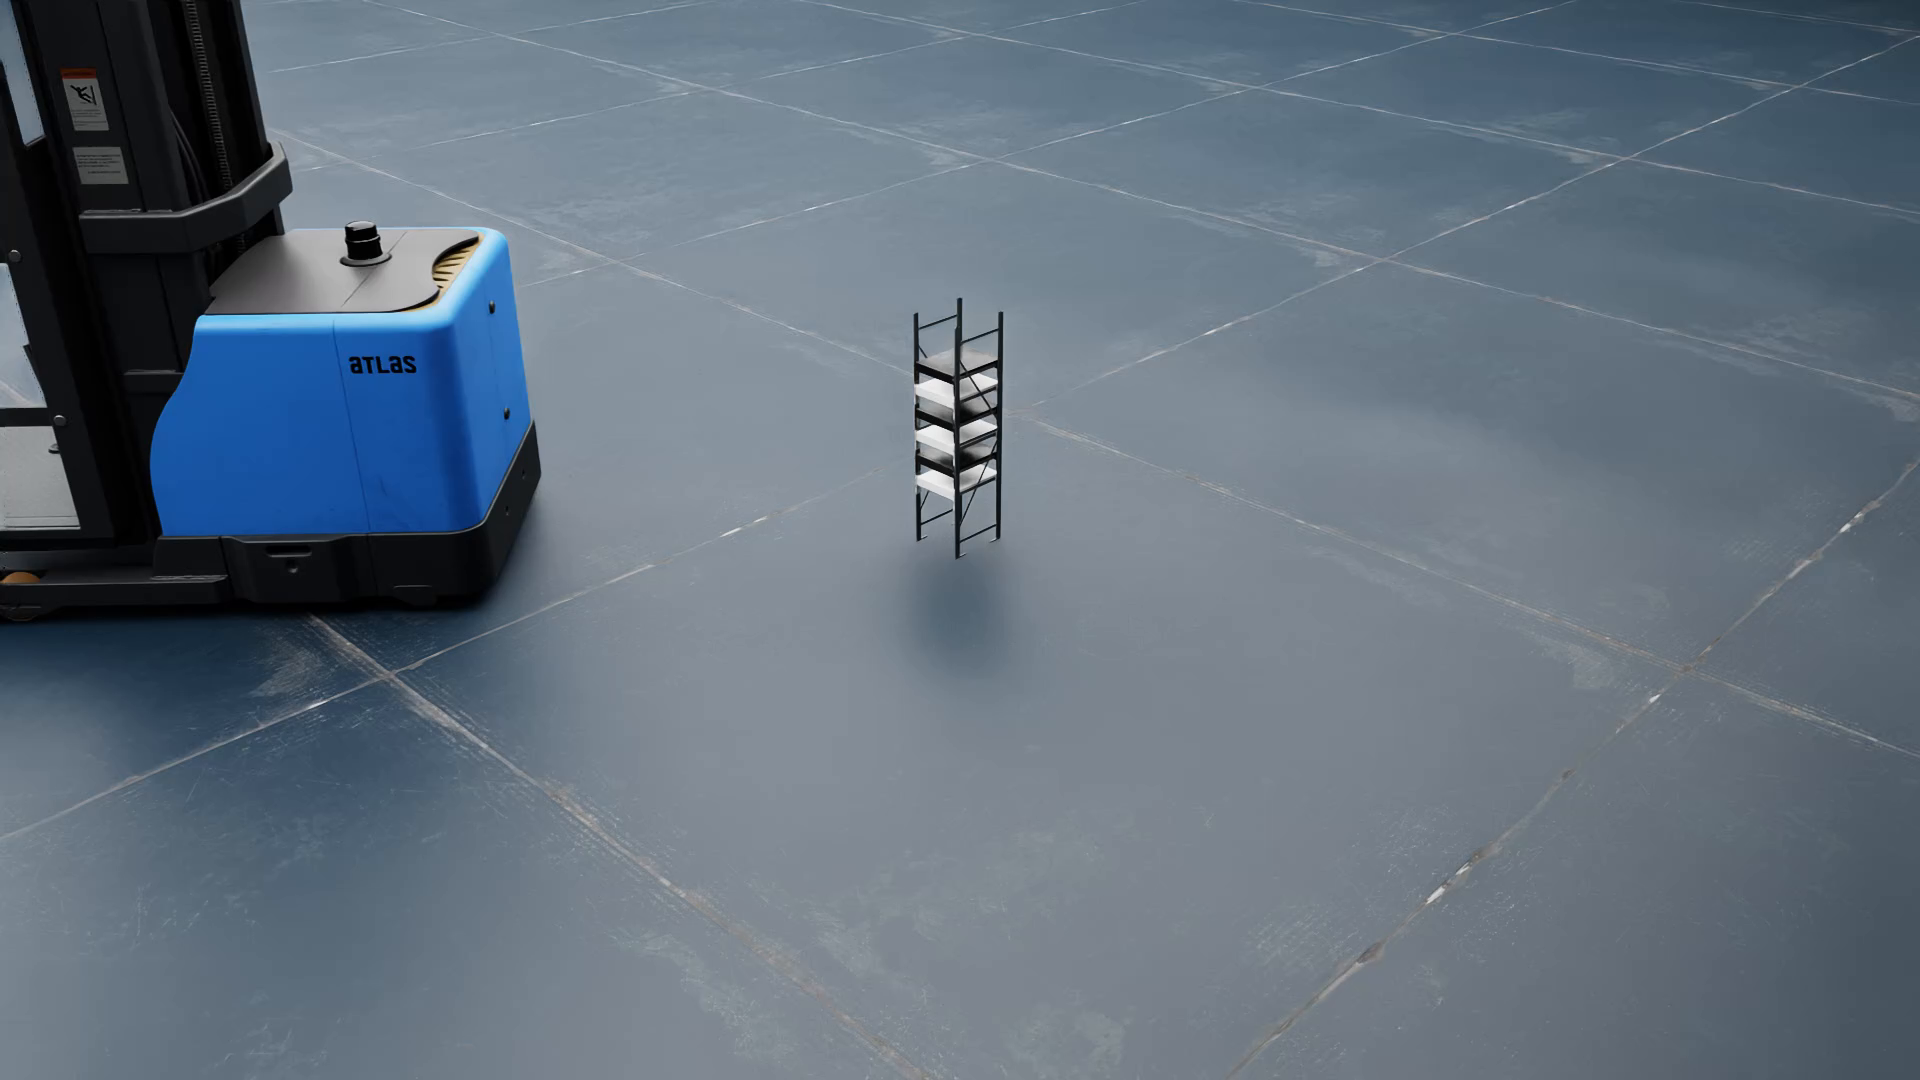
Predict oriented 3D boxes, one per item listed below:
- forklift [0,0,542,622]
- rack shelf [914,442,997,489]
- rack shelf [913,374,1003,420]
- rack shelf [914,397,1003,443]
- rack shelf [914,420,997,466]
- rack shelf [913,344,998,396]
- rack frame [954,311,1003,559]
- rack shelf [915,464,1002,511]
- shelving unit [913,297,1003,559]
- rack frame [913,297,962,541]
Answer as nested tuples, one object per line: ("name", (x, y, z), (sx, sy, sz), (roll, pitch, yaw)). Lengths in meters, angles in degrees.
("forklift", (-3.155, -1.265, 5.507), (3.031, 2.935, 1.130), (-1, 28, -2))
("rack shelf", (-0.006, -0.292, 6.103), (0.200, 0.077, 0.258), (25, 36, 38))
("rack shelf", (-0.006, -0.531, 5.977), (0.200, 0.077, 0.258), (25, 36, 38))
("rack shelf", (-0.006, -0.451, 6.019), (0.200, 0.077, 0.258), (25, 36, 38))
("rack shelf", (-0.006, -0.371, 6.061), (0.200, 0.077, 0.258), (25, 36, 38))
("rack shelf", (-0.006, -0.610, 5.935), (0.200, 0.077, 0.258), (25, 36, 38))
("rack frame", (0.067, -0.368, 5.983), (0.006, 0.900, 0.240), (25, 36, 38))
("rack shelf", (-0.006, -0.212, 6.145), (0.200, 0.077, 0.258), (25, 36, 38))
("shelving unit", (-0.006, -0.401, 6.046), (0.210, 0.900, 0.258), (25, 36, 38))
("rack frame", (-0.078, -0.434, 6.109), (0.006, 0.900, 0.240), (25, 36, 38))
